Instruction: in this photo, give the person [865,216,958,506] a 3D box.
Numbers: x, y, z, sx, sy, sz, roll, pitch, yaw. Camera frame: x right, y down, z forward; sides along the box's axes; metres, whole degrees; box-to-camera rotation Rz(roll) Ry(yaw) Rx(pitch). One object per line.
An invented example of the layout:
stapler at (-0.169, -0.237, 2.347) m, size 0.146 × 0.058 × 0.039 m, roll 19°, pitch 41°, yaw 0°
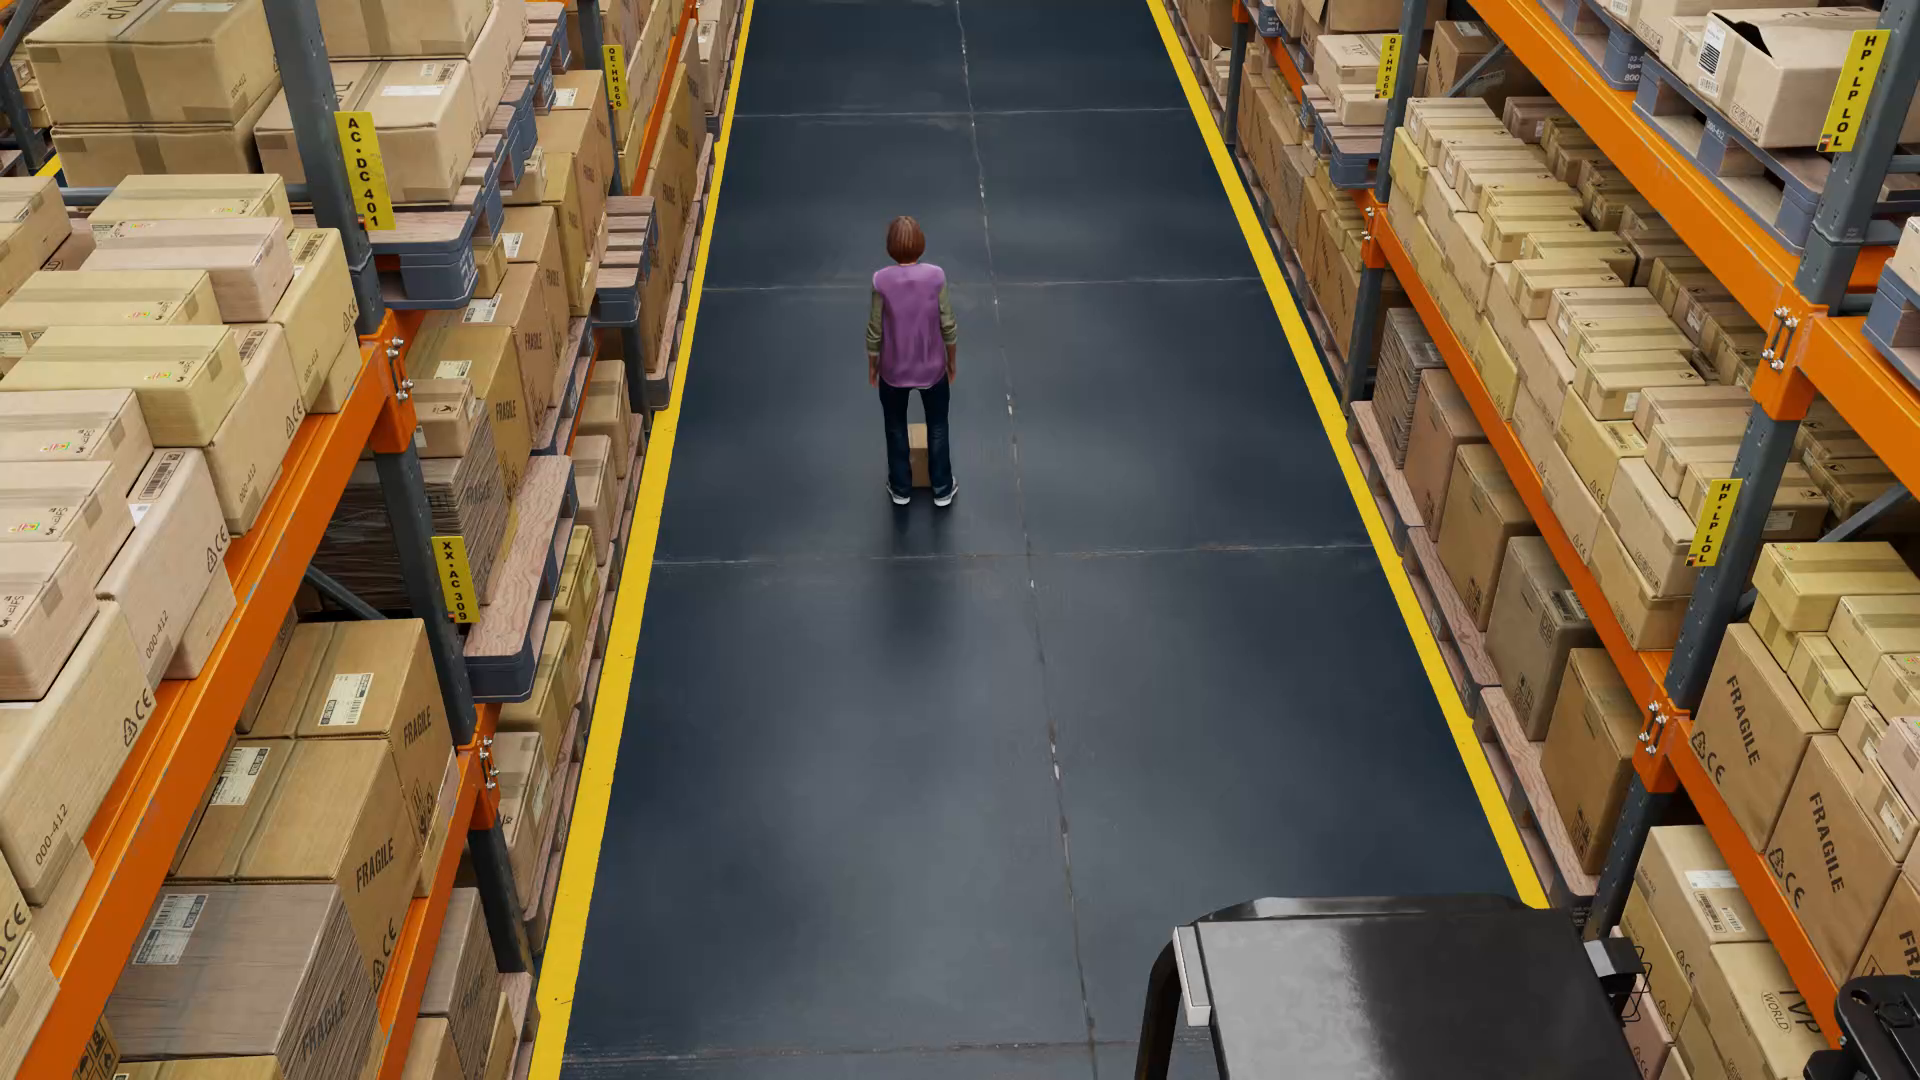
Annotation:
person at (-0.239, -0.852, 8.426) m, size 0.469 × 1.544 × 0.377 m, roll -3°, pitch 36°, yaw -4°
